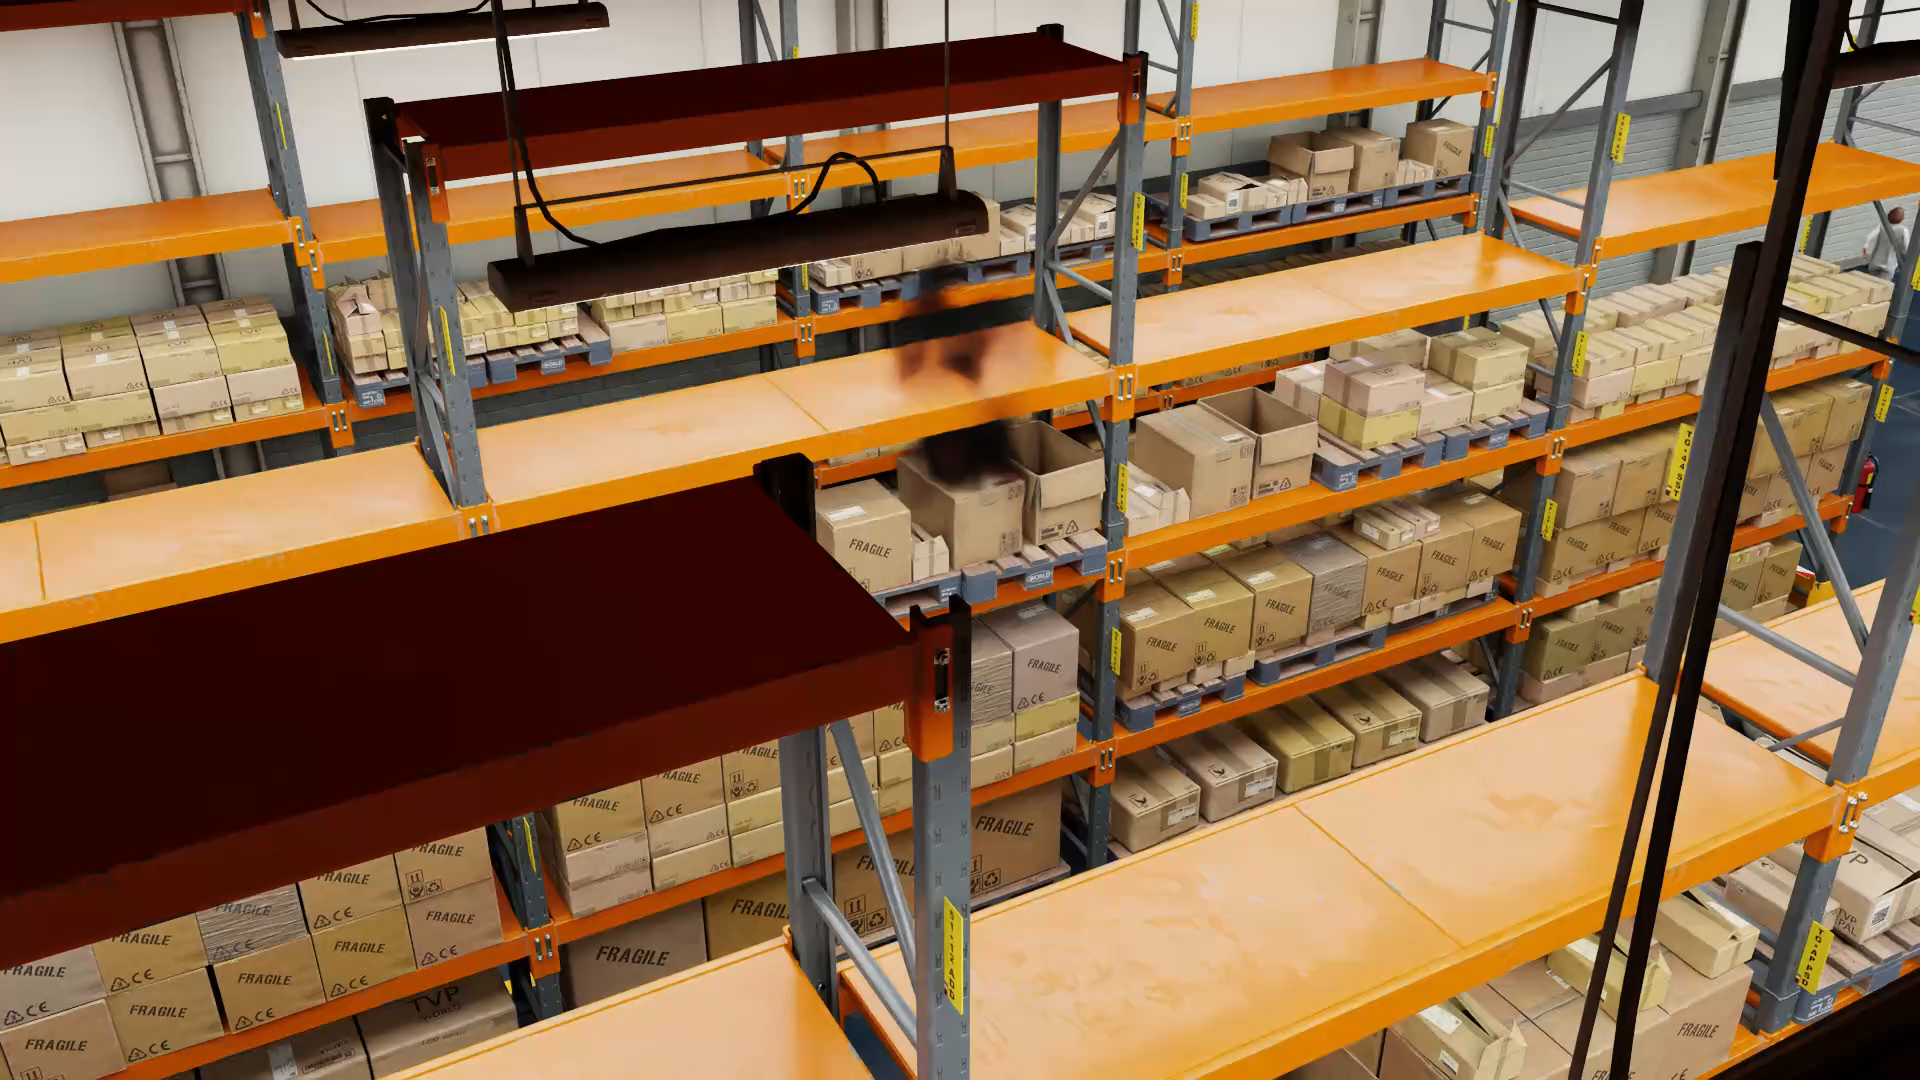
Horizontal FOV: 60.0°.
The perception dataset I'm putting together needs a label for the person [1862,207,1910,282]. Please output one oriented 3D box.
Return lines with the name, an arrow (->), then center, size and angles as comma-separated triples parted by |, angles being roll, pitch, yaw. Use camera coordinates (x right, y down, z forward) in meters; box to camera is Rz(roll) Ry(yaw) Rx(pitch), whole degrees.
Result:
person -> 12.240, -3.626, 22.072 | 0.837, 1.610, 0.558 | -24, 36, -38
